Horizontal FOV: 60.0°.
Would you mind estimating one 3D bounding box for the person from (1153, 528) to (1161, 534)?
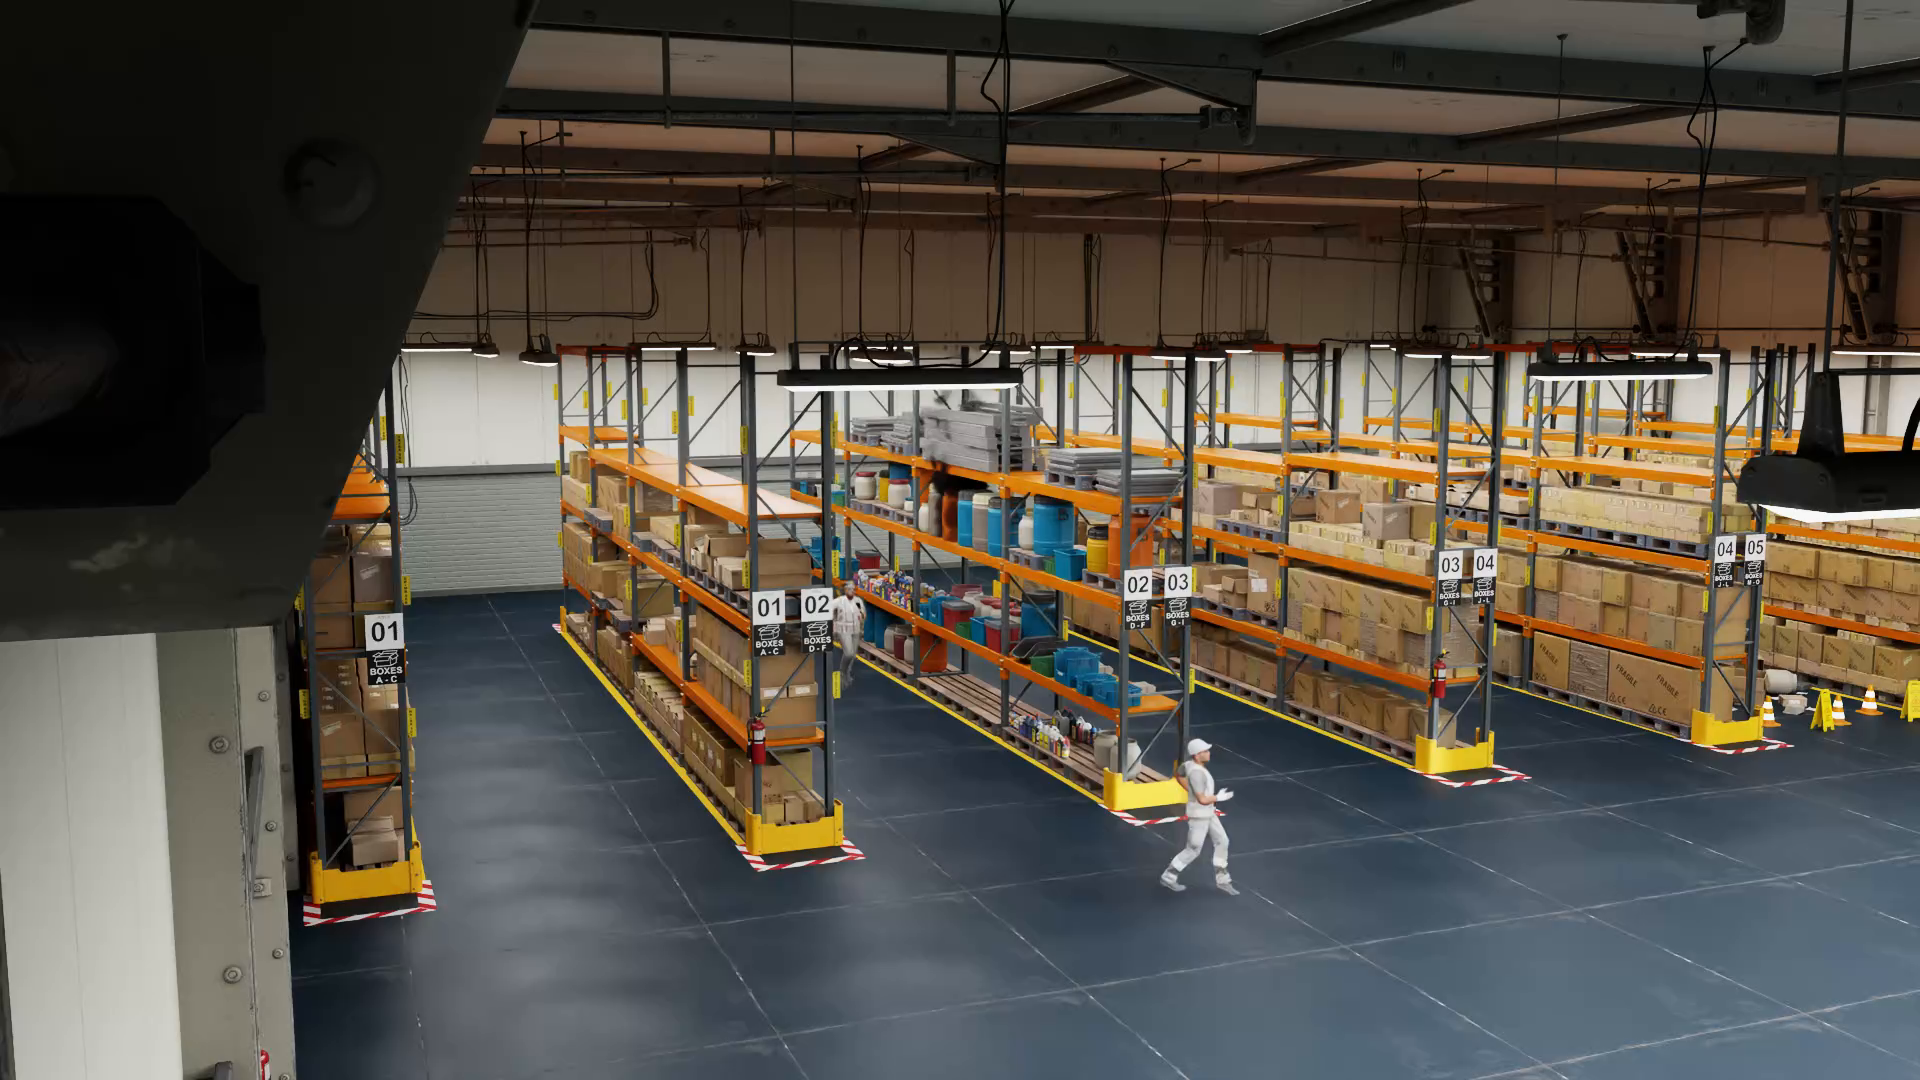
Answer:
[{"bbox_3d":[4.437,0.297,40.943,0.912,1.731,0.840,-3,8,-26],"label":"person"}]

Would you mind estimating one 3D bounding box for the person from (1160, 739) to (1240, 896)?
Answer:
[{"bbox_3d":[2.696,3.102,18.583,0.893,1.812,0.669,1,7,11],"label":"person"}]

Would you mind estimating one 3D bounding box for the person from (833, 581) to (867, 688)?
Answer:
[{"bbox_3d":[-1.870,1.604,28.283,0.652,1.836,0.653,-5,9,-34],"label":"person"}]
